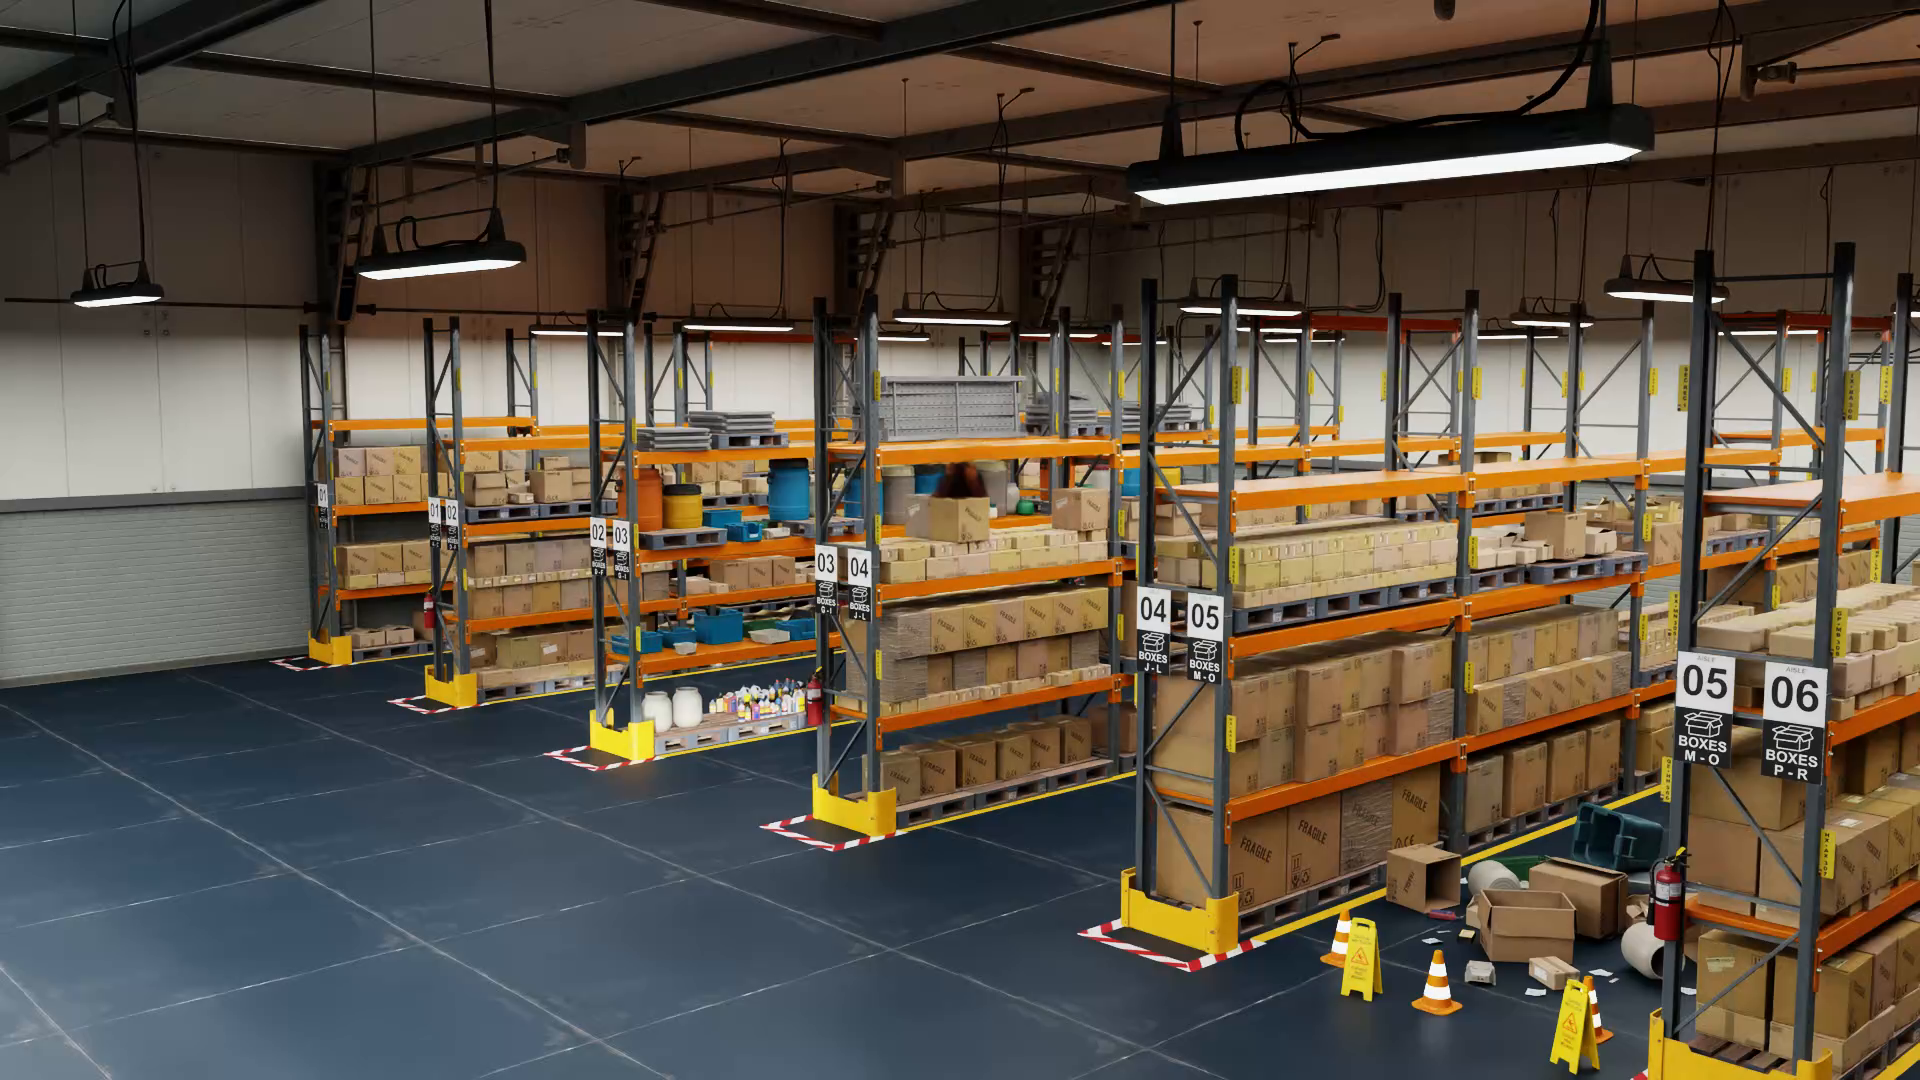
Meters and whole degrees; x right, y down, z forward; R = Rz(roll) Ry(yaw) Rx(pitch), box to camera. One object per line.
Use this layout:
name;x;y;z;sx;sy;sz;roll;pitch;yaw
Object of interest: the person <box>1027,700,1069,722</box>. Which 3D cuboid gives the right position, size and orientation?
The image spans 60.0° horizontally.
person;1.243;1.916;24.446;0.722;1.683;0.588;-4;7;-35
